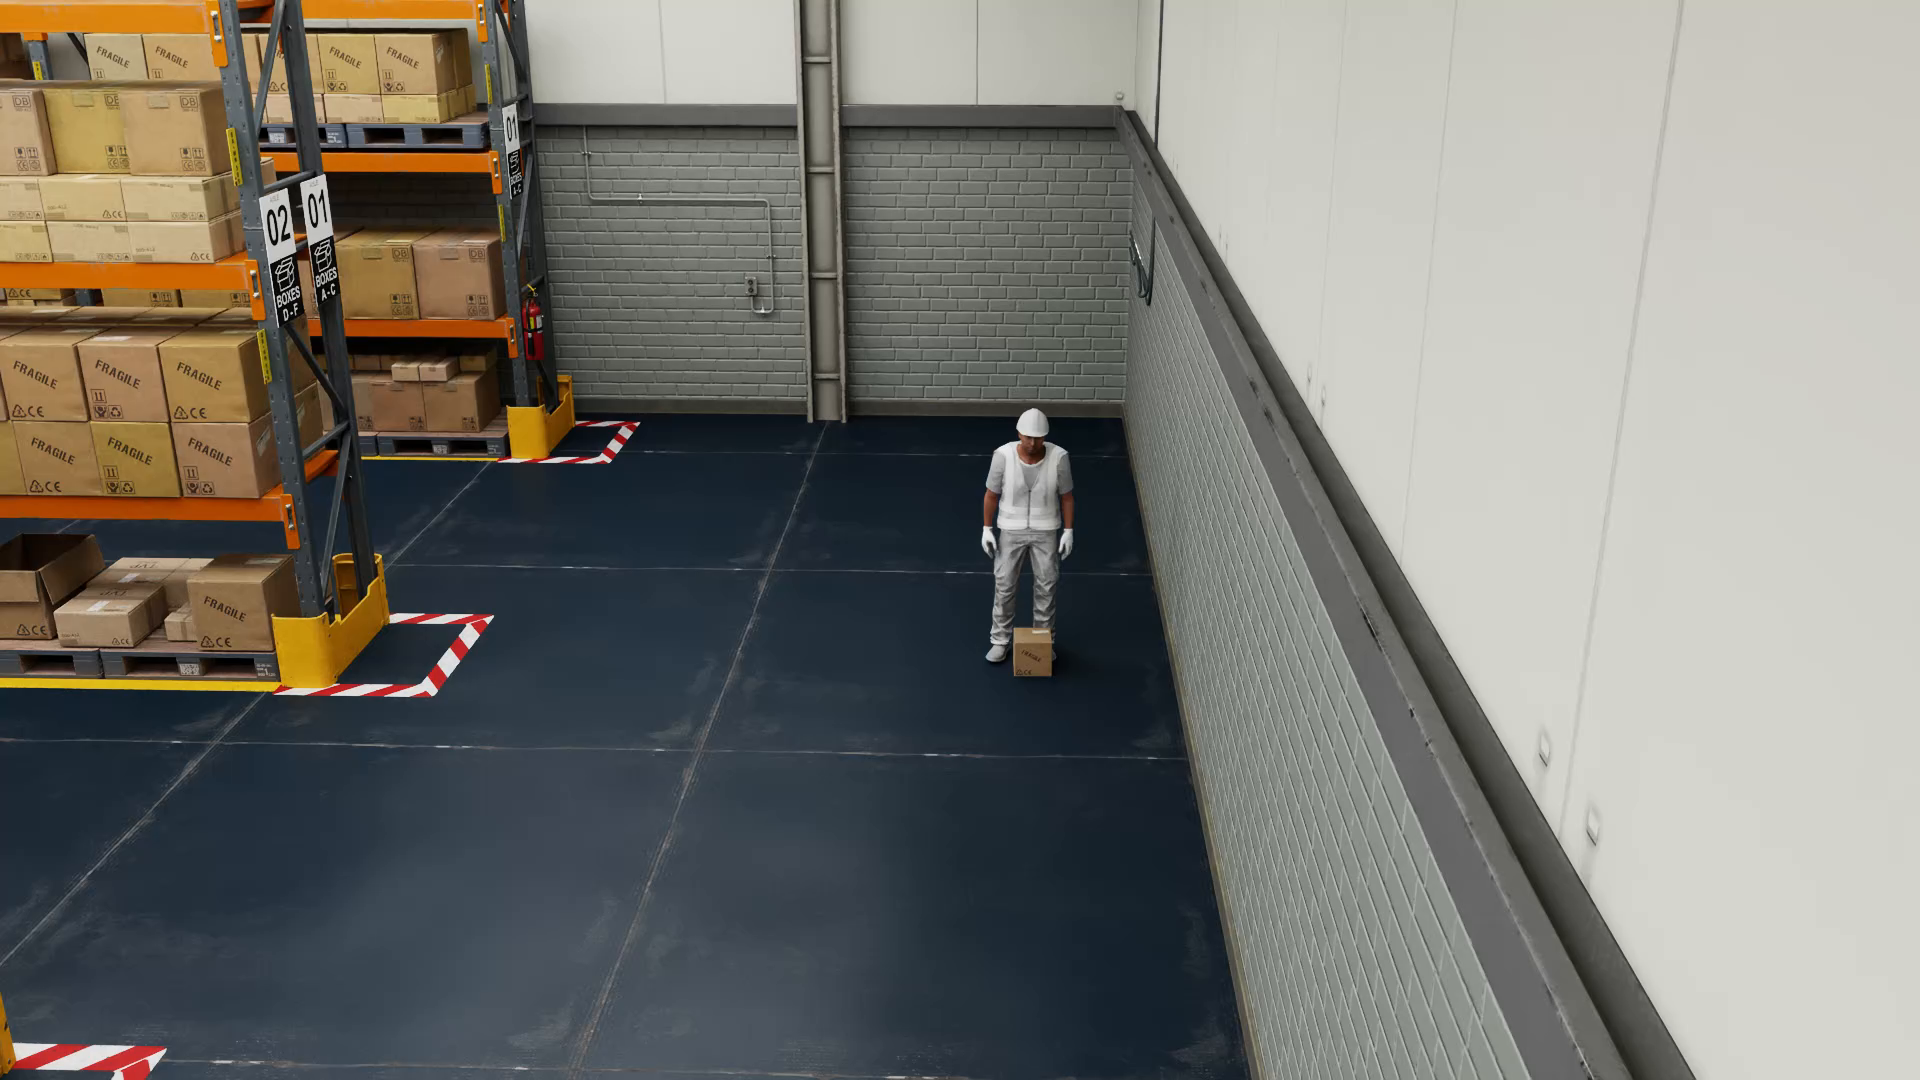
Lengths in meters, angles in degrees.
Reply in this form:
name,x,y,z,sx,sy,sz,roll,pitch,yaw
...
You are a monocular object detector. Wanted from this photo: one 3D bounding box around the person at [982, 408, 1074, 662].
name,x,y,z,sx,sy,sz,roll,pitch,yaw
person,0.455,-0.039,11.168,0.617,1.774,0.449,1,21,2
